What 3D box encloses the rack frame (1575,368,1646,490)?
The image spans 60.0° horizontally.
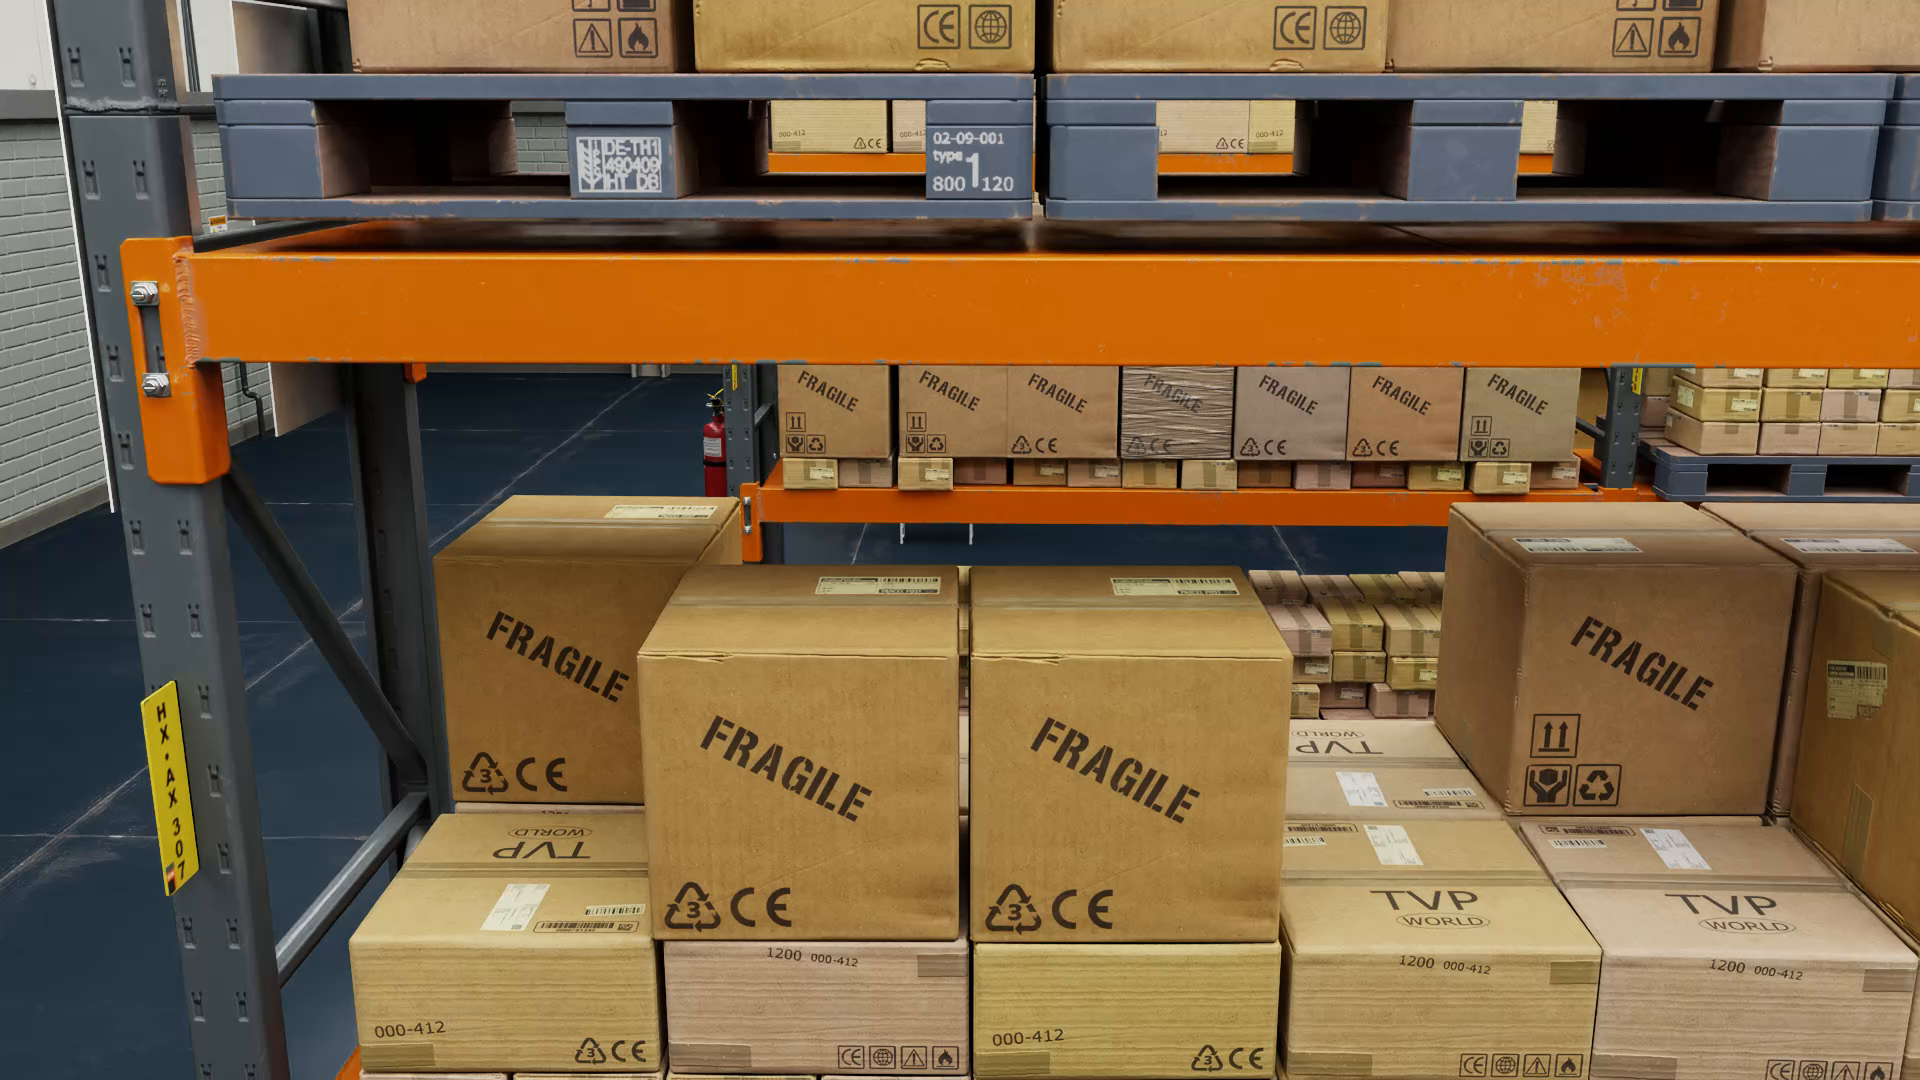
[{"bbox_3d":[3.002,-0.531,7.972,0.127,3.000,1.000,0,15,1],"label":"rack frame"}]

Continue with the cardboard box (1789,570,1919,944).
[{"bbox_3d":[1.807,0.360,2.835,0.500,0.500,0.500,1,15,2],"label":"cardboard box"}]

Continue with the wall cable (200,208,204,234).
[{"bbox_3d":[-6.584,-2.704,14.216,0.122,1.984,0.588,0,15,1],"label":"wall cable"}]

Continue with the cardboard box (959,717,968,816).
[{"bbox_3d":[-0.226,0.575,3.491,0.500,0.250,0.500,0,15,0],"label":"cardboard box"}]

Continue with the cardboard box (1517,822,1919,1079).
[{"bbox_3d":[1.298,0.720,2.941,0.500,0.250,0.500,1,15,3],"label":"cardboard box"}]

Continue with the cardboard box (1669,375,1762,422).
[{"bbox_3d":[3.384,-0.636,7.458,0.250,0.149,0.380,1,15,2],"label":"cardboard box"}]

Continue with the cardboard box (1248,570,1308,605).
[{"bbox_3d":[1.621,0.277,8.507,0.250,0.149,0.380,1,15,3],"label":"cardboard box"}]

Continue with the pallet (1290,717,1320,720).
[{"bbox_3d":[1.107,0.815,8.337,1.213,0.211,1.003,0,15,1],"label":"pallet"}]

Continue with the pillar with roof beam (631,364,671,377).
[{"bbox_3d":[-3.631,-5.136,13.667,0.400,9.000,9.100,0,15,1],"label":"pillar with roof beam"}]

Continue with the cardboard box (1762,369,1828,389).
[{"bbox_3d":[3.663,-0.780,7.419,0.250,0.149,0.380,1,15,3],"label":"cardboard box"}]

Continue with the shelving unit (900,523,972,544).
[{"bbox_3d":[-0.165,-0.581,11.691,0.503,1.200,0.258,0,15,1],"label":"shelving unit"}]

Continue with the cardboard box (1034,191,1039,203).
[{"bbox_3d":[0.673,-2.580,12.312,0.250,0.149,0.380,1,15,2],"label":"cardboard box"}]

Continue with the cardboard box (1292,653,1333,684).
[{"bbox_3d":[1.636,0.561,8.017,0.250,0.149,0.380,1,15,3],"label":"cardboard box"}]

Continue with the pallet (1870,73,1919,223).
[{"bbox_3d":[1.957,-0.682,2.839,1.213,0.211,1.003,0,15,1],"label":"pallet"}]

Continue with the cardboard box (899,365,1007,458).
[{"bbox_3d":[-0.019,-0.679,7.753,0.500,0.500,0.500,0,15,2],"label":"cardboard box"}]

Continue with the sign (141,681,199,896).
[{"bbox_3d":[-1.245,0.392,2.622,0.005,0.325,0.100,0,15,1],"label":"sign"}]

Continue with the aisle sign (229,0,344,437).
[{"bbox_3d":[-1.289,-0.627,3.239,0.004,0.787,0.394,0,15,1],"label":"aisle sign"}]

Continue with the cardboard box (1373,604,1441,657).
[{"bbox_3d":[2.134,0.430,7.931,0.250,0.149,0.380,0,15,1],"label":"cardboard box"}]

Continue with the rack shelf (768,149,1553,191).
[{"bbox_3d":[1.003,-1.646,7.730,4.000,0.370,1.077,0,15,1],"label":"rack shelf"}]

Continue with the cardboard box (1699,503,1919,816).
[{"bbox_3d":[1.810,0.226,3.344,0.500,0.500,0.500,0,15,1],"label":"cardboard box"}]

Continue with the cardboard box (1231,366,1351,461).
[{"bbox_3d":[1.495,-0.661,7.688,0.500,0.500,0.500,0,15,1],"label":"cardboard box"}]

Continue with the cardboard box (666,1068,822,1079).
[{"bbox_3d":[-0.366,0.918,2.972,0.250,0.149,0.380,0,15,0],"label":"cardboard box"}]

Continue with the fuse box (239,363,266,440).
[{"bbox_3d":[-6.409,-1.762,15.166,0.414,1.711,0.539,0,15,1],"label":"fuse box"}]

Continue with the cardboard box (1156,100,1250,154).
[{"bbox_3d":[1.003,-1.856,7.408,0.500,0.250,0.500,0,15,1],"label":"cardboard box"}]

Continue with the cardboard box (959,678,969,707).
[{"bbox_3d":[0.031,0.684,8.132,0.250,0.149,0.380,1,15,2],"label":"cardboard box"}]

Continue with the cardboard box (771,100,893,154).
[{"bbox_3d":[-0.555,-1.867,7.449,0.500,0.250,0.500,1,15,3],"label":"cardboard box"}]

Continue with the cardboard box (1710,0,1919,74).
[{"bbox_3d":[1.453,-1.011,2.697,0.500,0.500,0.700,1,15,4],"label":"cardboard box"}]

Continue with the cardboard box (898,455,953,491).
[{"bbox_3d":[-0.158,-0.343,7.753,0.250,0.149,0.380,0,15,0],"label":"cardboard box"}]

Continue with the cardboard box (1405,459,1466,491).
[{"bbox_3d":[2.184,-0.342,7.750,0.250,0.149,0.380,1,15,4],"label":"cardboard box"}]

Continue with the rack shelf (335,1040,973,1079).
[{"bbox_3d":[0.775,1.068,3.321,4.000,0.370,1.077,0,15,1],"label":"rack shelf"}]

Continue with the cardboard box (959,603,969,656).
[{"bbox_3d":[0.046,0.426,7.943,0.250,0.149,0.380,0,15,1],"label":"cardboard box"}]

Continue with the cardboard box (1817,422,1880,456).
[{"bbox_3d":[3.911,-0.490,7.485,0.250,0.149,0.380,0,15,2],"label":"cardboard box"}]

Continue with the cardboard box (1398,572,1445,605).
[{"bbox_3d":[2.389,0.285,8.479,0.250,0.149,0.380,1,15,4],"label":"cardboard box"}]

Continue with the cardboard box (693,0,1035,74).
[{"bbox_3d":[-0.144,-1.019,2.726,0.500,0.500,0.700,0,15,-1],"label":"cardboard box"}]

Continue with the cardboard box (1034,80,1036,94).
[{"bbox_3d":[0.462,-2.098,7.345,0.500,0.250,0.500,1,15,2],"label":"cardboard box"}]

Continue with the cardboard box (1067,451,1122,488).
[{"bbox_3d":[0.621,-0.360,7.815,0.250,0.149,0.380,0,15,0],"label":"cardboard box"}]

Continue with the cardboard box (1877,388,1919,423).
[{"bbox_3d":[4.161,-0.632,7.442,0.250,0.149,0.380,0,15,-1],"label":"cardboard box"}]

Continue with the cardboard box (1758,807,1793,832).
[{"bbox_3d":[1.814,0.588,3.443,0.500,0.250,0.500,0,15,1],"label":"cardboard box"}]

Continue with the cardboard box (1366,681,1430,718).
[{"bbox_3d":[2.078,0.721,7.994,0.250,0.149,0.380,0,15,0],"label":"cardboard box"}]

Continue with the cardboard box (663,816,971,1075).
[{"bbox_3d":[-0.232,0.710,2.981,0.500,0.250,0.500,0,15,1],"label":"cardboard box"}]

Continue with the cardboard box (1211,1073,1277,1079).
[{"bbox_3d":[0.407,0.923,2.954,0.250,0.149,0.380,0,15,1],"label":"cardboard box"}]

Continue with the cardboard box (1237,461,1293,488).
[{"bbox_3d":[1.402,-0.360,7.816,0.250,0.149,0.380,0,15,1],"label":"cardboard box"}]
